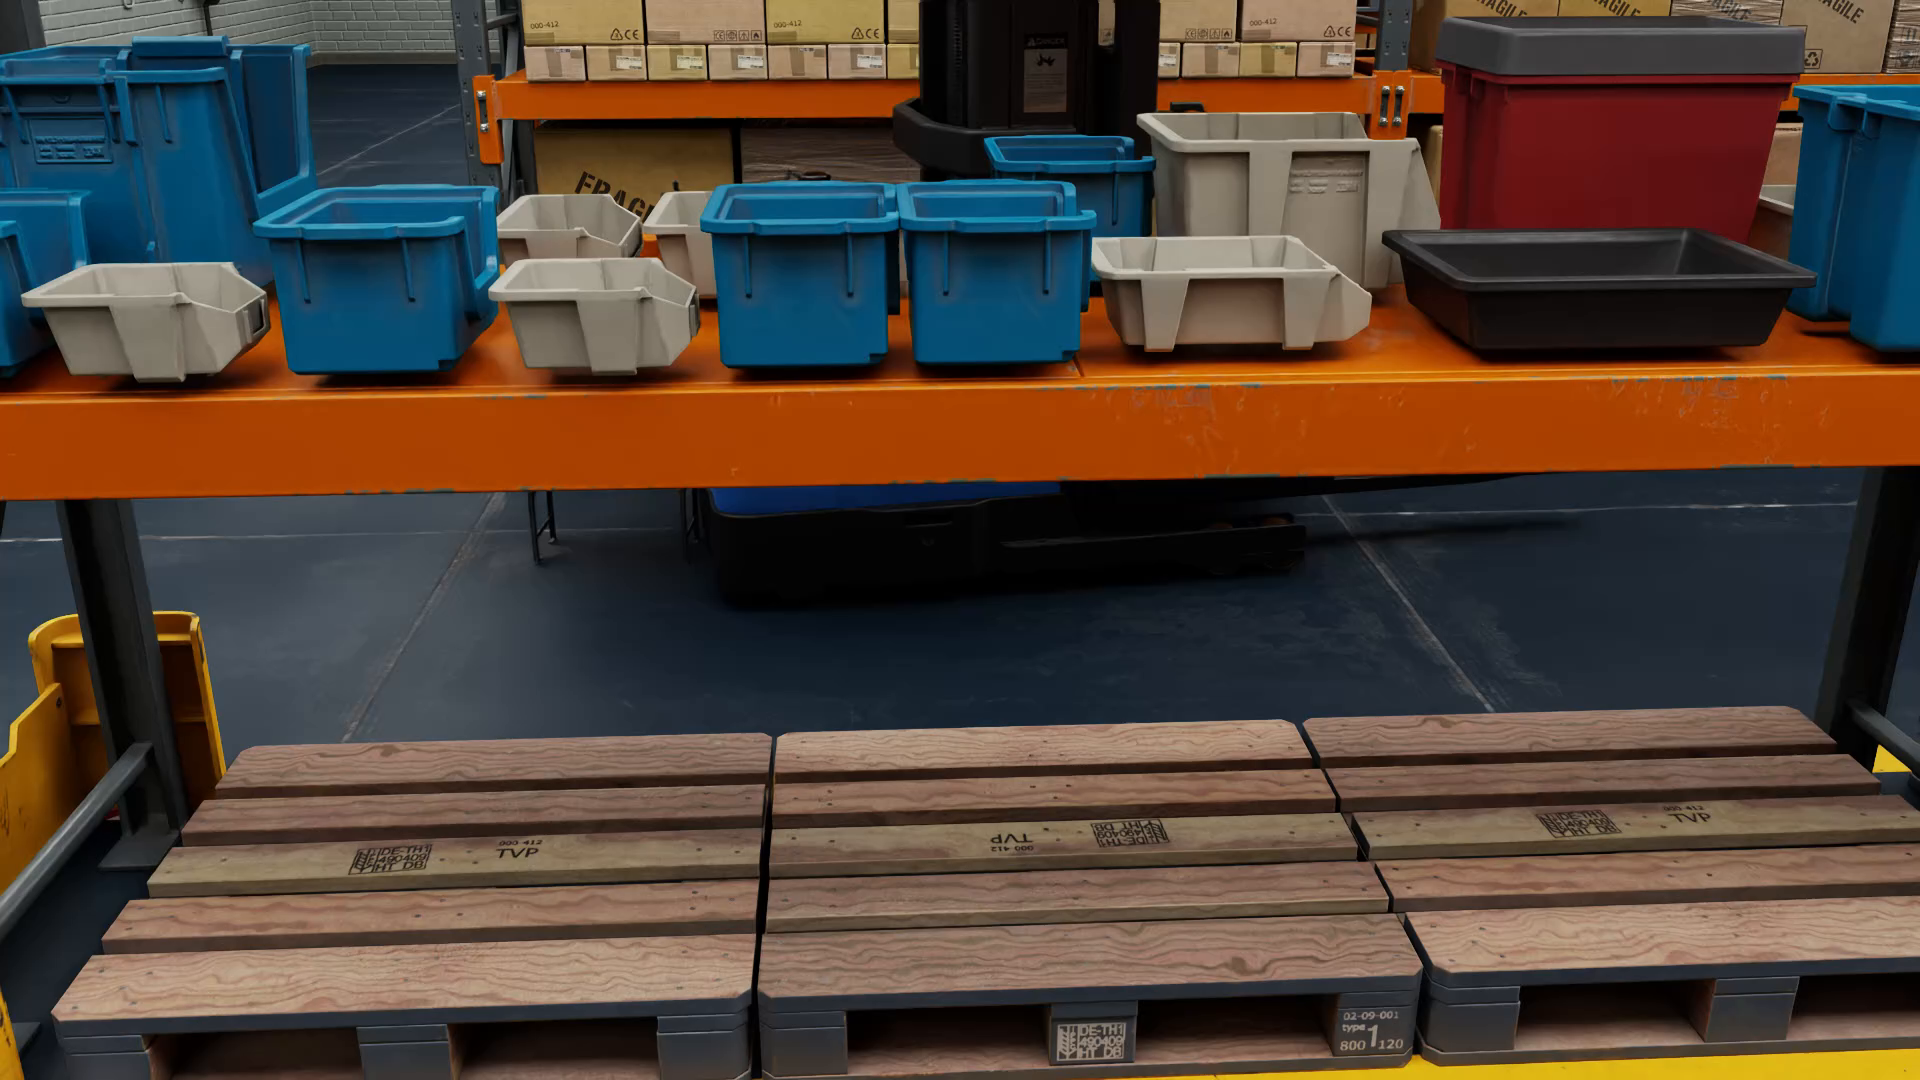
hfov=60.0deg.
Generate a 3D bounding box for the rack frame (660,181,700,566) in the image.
[{"bbox_3d":[-0.889,-0.520,5.301,0.015,1.200,0.240,0,21,1],"label":"rack frame"}]

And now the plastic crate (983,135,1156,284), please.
[{"bbox_3d":[0.206,-0.650,3.263,0.300,0.233,0.416,-1,21,-3],"label":"plastic crate"}]

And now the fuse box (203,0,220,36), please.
[{"bbox_3d":[-8.281,-5.871,18.637,0.414,1.711,0.539,-1,21,-3],"label":"fuse box"}]

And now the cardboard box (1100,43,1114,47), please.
[{"bbox_3d":[0.568,-2.147,7.397,0.250,0.149,0.380,-1,21,-2],"label":"cardboard box"}]

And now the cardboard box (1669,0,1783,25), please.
[{"bbox_3d":[3.356,-2.396,7.557,0.500,0.500,0.500,-2,21,-4],"label":"cardboard box"}]

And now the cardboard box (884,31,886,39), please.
[{"bbox_3d":[-0.249,-2.364,7.968,0.250,0.149,0.380,-1,21,-2],"label":"cardboard box"}]

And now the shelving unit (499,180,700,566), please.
[{"bbox_3d":[-1.133,-0.522,5.305,0.503,1.200,0.258,0,21,1],"label":"shelving unit"}]

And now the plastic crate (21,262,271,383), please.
[{"bbox_3d":[-1.239,-0.337,2.577,0.298,0.136,0.250,-1,21,-3],"label":"plastic crate"}]

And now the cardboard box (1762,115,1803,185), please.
[{"bbox_3d":[3.411,-1.650,8.134,0.875,0.875,1.225,-2,21,-5],"label":"cardboard box"}]

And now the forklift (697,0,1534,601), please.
[{"bbox_3d":[0.642,-1.437,5.277,3.031,2.935,1.130,-4,21,-12],"label":"forklift"}]

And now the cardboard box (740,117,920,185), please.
[{"bbox_3d":[-0.569,-1.590,7.977,0.875,0.875,0.875,-1,21,-3],"label":"cardboard box"}]

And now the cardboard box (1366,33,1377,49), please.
[{"bbox_3d":[4.615,-5.228,17.533,0.875,0.875,0.875,-1,21,-4],"label":"cardboard box"}]

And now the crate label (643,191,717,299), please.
[{"bbox_3d":[-0.459,-0.568,3.183,0.243,0.136,0.396,-1,21,-3],"label":"crate label"}]

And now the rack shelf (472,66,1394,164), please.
[{"bbox_3d":[-0.116,-2.031,7.751,4.000,0.370,1.077,-1,21,-3],"label":"rack shelf"}]

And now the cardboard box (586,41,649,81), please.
[{"bbox_3d":[-1.483,-2.105,7.287,0.250,0.149,0.380,-1,21,-4],"label":"cardboard box"}]

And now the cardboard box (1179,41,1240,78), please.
[{"bbox_3d":[1.082,-2.157,7.425,0.250,0.149,0.380,-2,21,-4],"label":"cardboard box"}]

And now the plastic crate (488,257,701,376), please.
[{"bbox_3d":[-0.562,-0.351,2.613,0.298,0.136,0.250,-1,21,-3],"label":"plastic crate"}]

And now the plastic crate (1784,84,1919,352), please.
[{"bbox_3d":[1.717,-0.538,2.757,0.575,0.384,0.392,-1,21,-3],"label":"plastic crate"}]

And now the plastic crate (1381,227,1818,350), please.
[{"bbox_3d":[1.062,-0.430,2.836,0.590,0.125,0.437,-1,21,-3],"label":"plastic crate"}]

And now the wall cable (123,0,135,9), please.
[{"bbox_3d":[-8.306,-6.213,16.253,0.123,1.953,0.585,-1,21,-3],"label":"wall cable"}]

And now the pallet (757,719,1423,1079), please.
[{"bbox_3d":[0.211,0.709,3.461,1.213,0.211,1.003,-1,21,-3],"label":"pallet"}]

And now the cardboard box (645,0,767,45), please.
[{"bbox_3d":[-1.099,-2.322,7.297,0.500,0.250,0.500,-1,21,-4],"label":"cardboard box"}]

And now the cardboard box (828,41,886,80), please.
[{"bbox_3d":[-0.456,-2.126,7.343,0.250,0.149,0.380,-1,21,-4],"label":"cardboard box"}]

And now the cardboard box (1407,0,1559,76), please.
[{"bbox_3d":[2.355,-2.375,7.503,0.500,0.500,0.500,-1,21,-3],"label":"cardboard box"}]

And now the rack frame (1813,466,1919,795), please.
[{"bbox_3d":[2.164,-0.648,3.108,0.127,3.000,1.000,-1,21,-3],"label":"rack frame"}]

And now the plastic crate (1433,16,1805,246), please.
[{"bbox_3d":[1.258,-0.777,3.272,0.583,0.464,0.402,-1,21,-3],"label":"plastic crate"}]

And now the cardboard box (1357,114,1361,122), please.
[{"bbox_3d":[2.980,-3.132,12.554,0.500,0.500,0.500,0,21,-1],"label":"cardboard box"}]

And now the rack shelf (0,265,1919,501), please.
[{"bbox_3d":[0.167,-0.271,3.129,4.000,0.370,1.077,-1,21,-3],"label":"rack shelf"}]

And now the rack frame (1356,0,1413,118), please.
[{"bbox_3d":[1.881,-2.408,7.729,0.127,3.000,1.000,-1,21,-3],"label":"rack frame"}]

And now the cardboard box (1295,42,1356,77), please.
[{"bbox_3d":[1.595,-2.168,7.452,0.250,0.149,0.380,-1,21,-3],"label":"cardboard box"}]

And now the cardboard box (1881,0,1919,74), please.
[{"bbox_3d":[4.380,-2.418,7.616,0.500,0.500,0.500,-2,21,-5],"label":"cardboard box"}]

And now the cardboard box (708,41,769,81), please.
[{"bbox_3d":[-0.967,-2.116,7.316,0.250,0.149,0.380,-1,21,-4],"label":"cardboard box"}]

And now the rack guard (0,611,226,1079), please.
[{"bbox_3d":[-1.853,0.606,3.326,0.348,0.500,1.175,-1,21,-3],"label":"rack guard"}]

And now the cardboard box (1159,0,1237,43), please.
[{"bbox_3d":[0.939,-2.363,7.405,0.500,0.250,0.500,-1,21,-1],"label":"cardboard box"}]

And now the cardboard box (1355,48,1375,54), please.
[{"bbox_3d":[2.942,-3.661,12.890,0.500,0.250,0.500,0,21,0],"label":"cardboard box"}]

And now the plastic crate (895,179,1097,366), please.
[{"bbox_3d":[0.050,-0.438,2.706,0.300,0.233,0.416,-1,21,-3],"label":"plastic crate"}]

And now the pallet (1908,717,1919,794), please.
[{"bbox_3d":[2.937,0.654,3.607,1.213,0.211,1.003,-1,21,-3],"label":"pallet"}]

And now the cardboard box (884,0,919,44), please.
[{"bbox_3d":[-0.077,-2.344,7.354,0.500,0.250,0.500,-2,21,-4],"label":"cardboard box"}]
